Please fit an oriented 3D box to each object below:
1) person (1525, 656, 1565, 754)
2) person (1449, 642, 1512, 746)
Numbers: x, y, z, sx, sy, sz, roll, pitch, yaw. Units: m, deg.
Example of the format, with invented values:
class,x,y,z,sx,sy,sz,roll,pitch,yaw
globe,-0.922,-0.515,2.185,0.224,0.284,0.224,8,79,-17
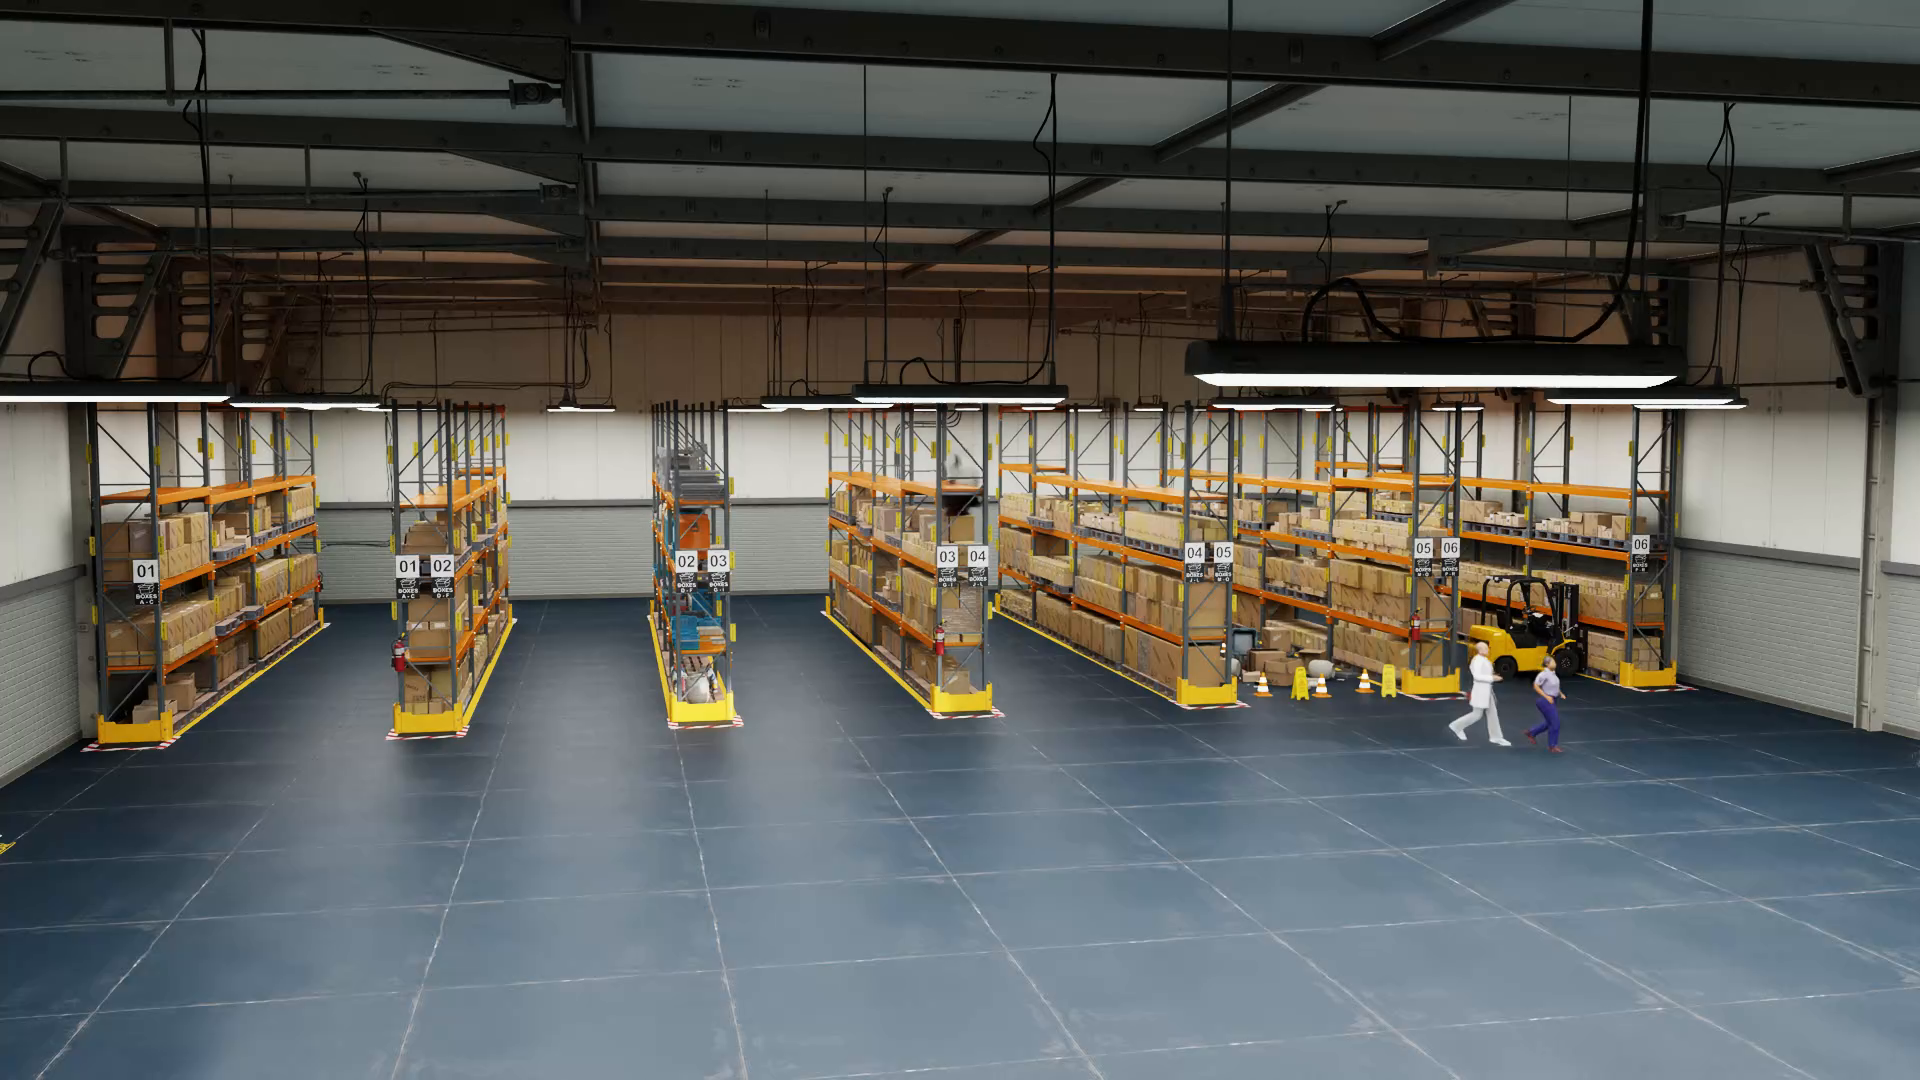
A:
class,x,y,z,sx,sy,sz,roll,pitch,yaw
person,9.954,2.786,28.291,0.720,1.639,0.613,3,5,34
person,9.006,2.655,28.733,1.049,1.770,0.710,3,5,31
